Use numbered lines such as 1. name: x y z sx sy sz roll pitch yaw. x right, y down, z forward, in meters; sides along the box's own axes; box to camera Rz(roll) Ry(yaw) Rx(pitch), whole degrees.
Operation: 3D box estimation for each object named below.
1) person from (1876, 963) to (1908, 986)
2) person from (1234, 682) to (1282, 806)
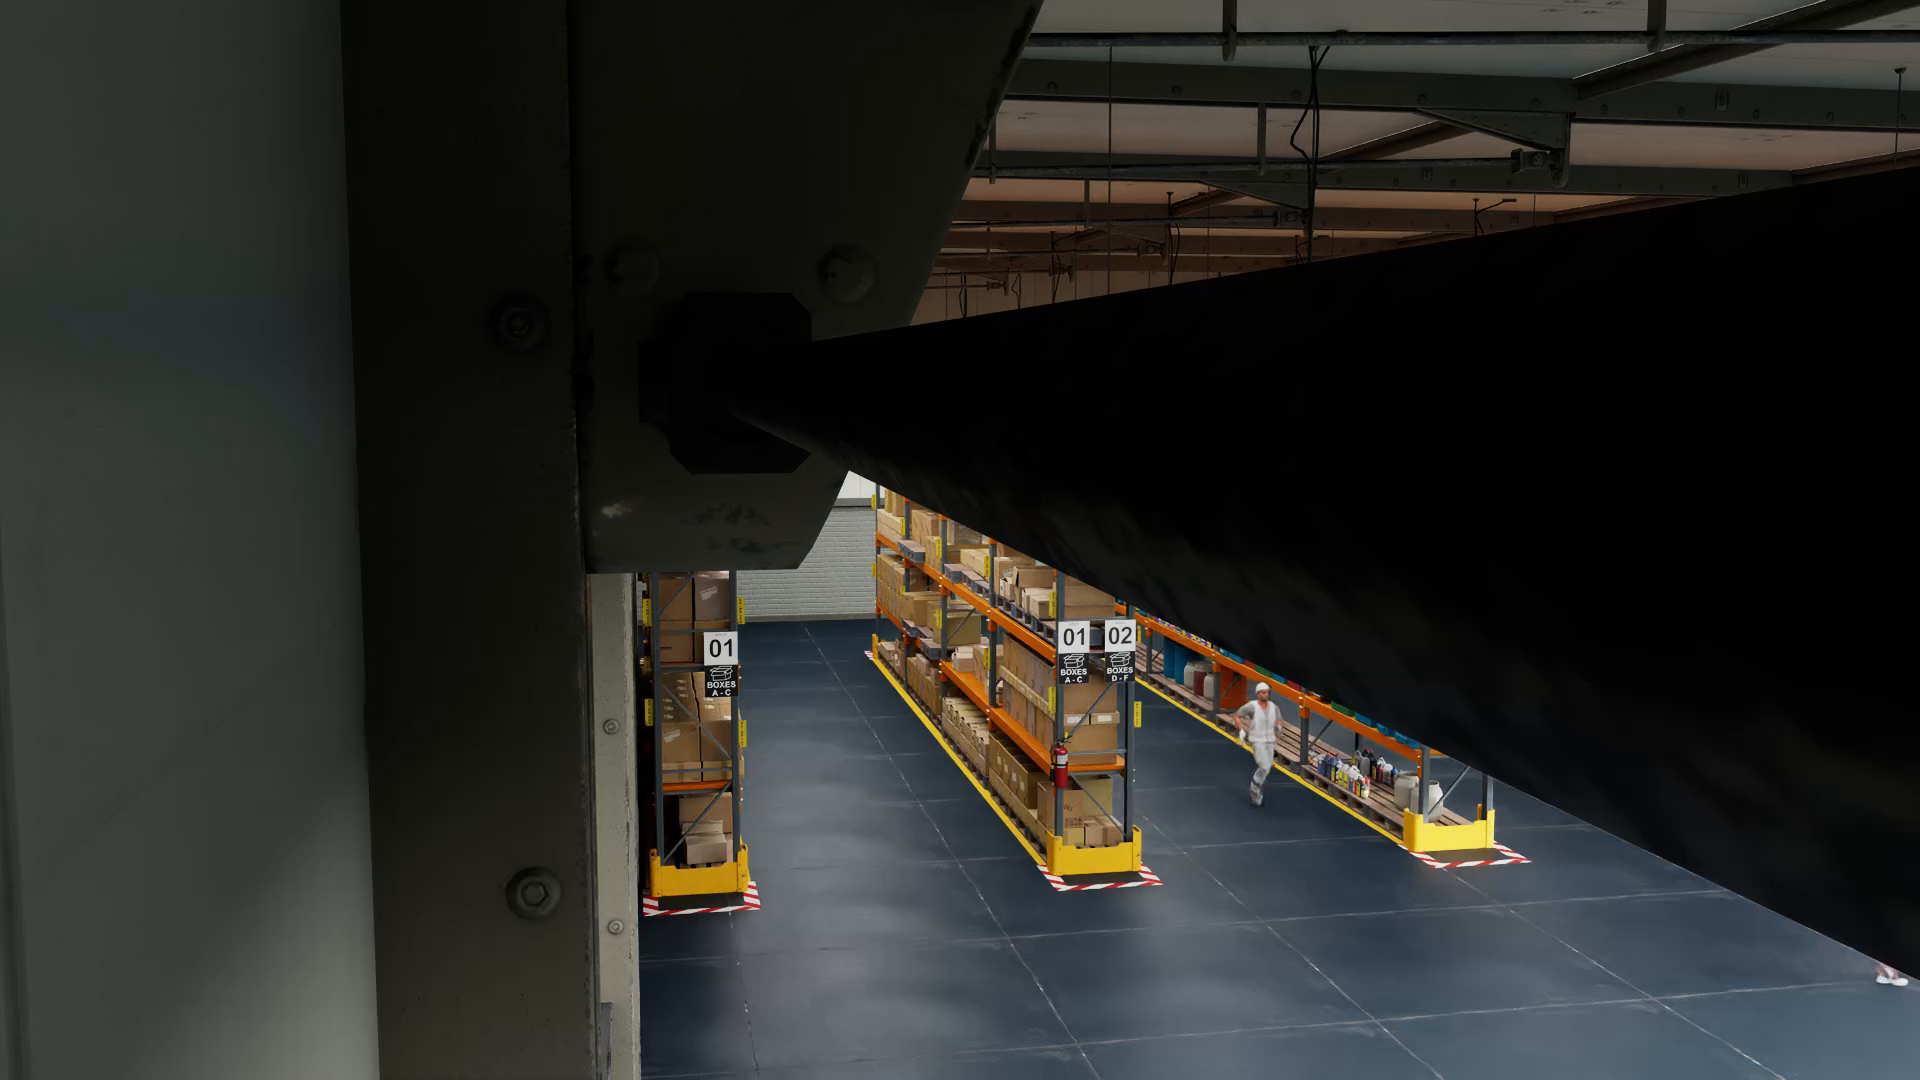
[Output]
1. person: 9.722 3.779 17.058 0.576 1.622 0.569 1 6 9
2. person: 4.399 2.962 24.159 0.641 1.785 0.701 -3 6 -23
